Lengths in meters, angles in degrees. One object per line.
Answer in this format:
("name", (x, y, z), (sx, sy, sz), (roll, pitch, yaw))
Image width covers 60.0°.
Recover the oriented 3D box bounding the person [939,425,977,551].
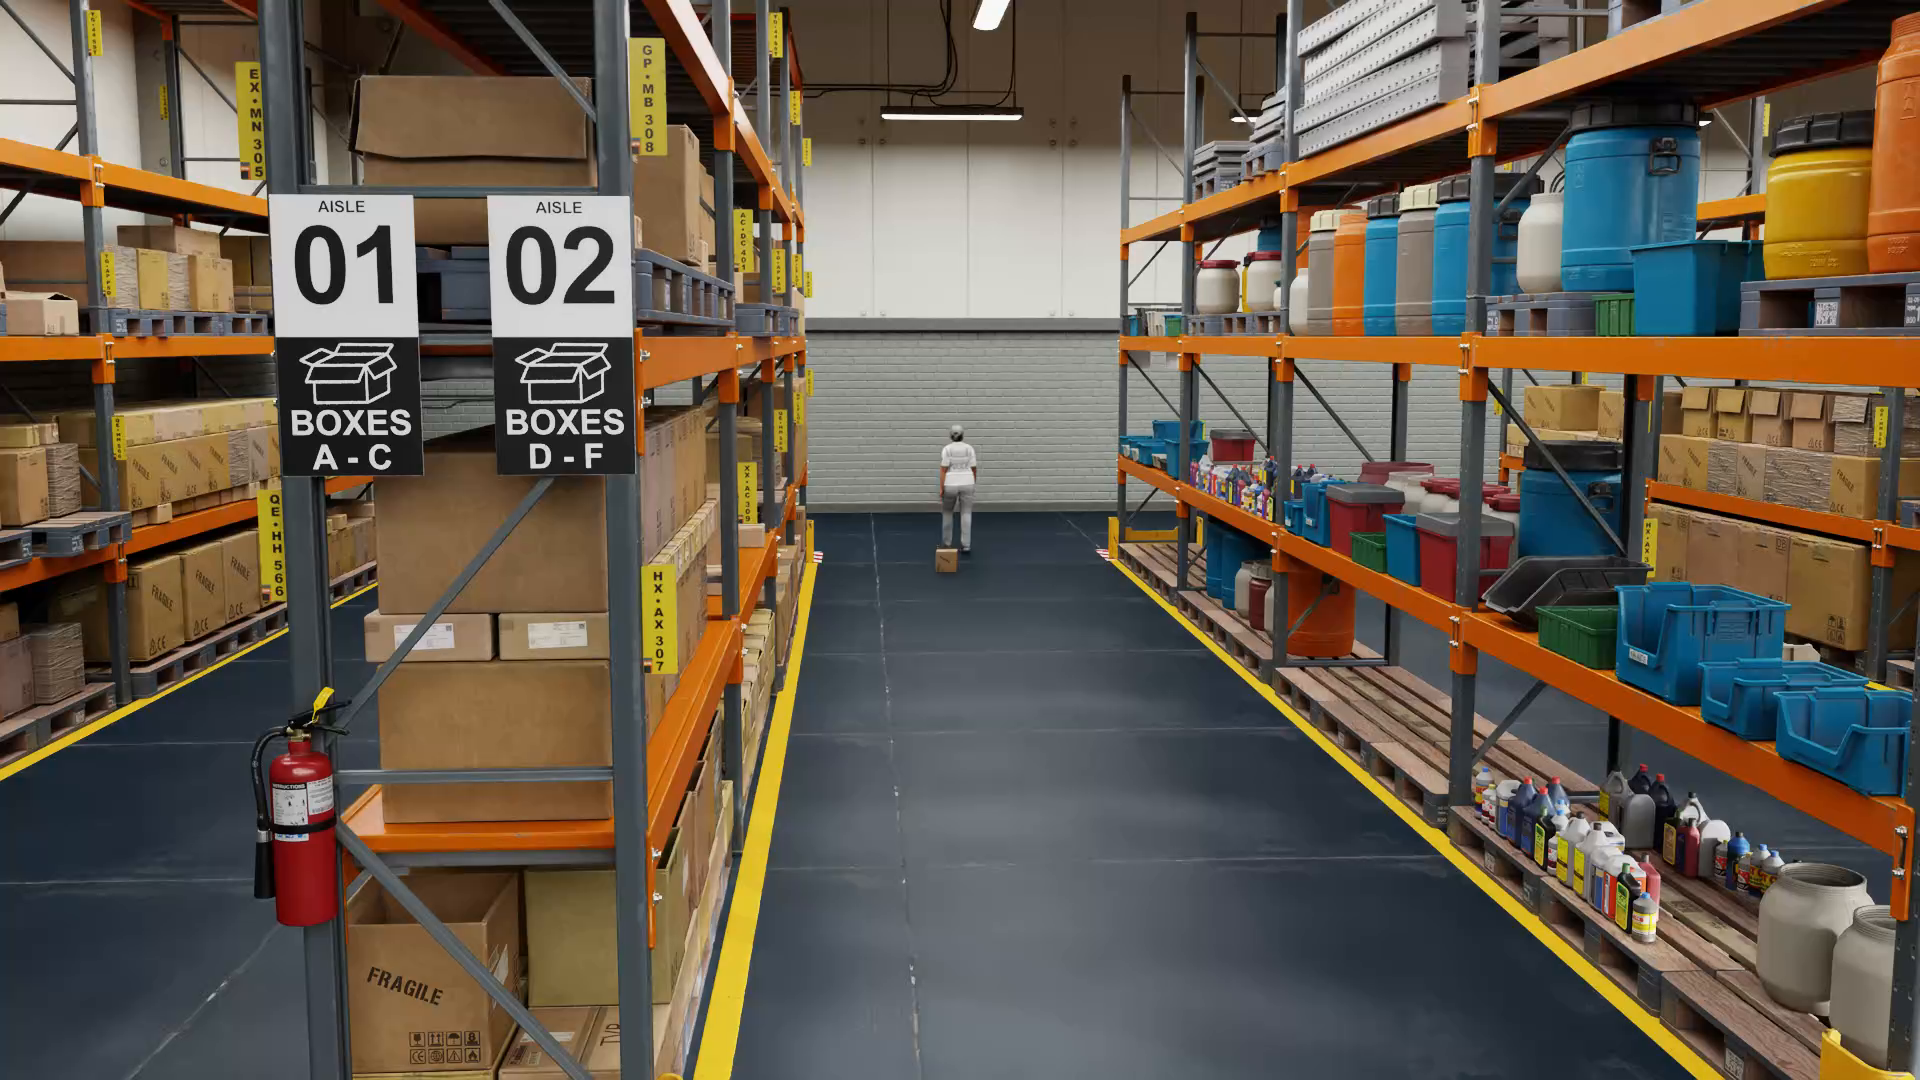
("person", (-0.033, -0.685, 21.795), (0.502, 1.648, 0.840), (0, 7, -4))
